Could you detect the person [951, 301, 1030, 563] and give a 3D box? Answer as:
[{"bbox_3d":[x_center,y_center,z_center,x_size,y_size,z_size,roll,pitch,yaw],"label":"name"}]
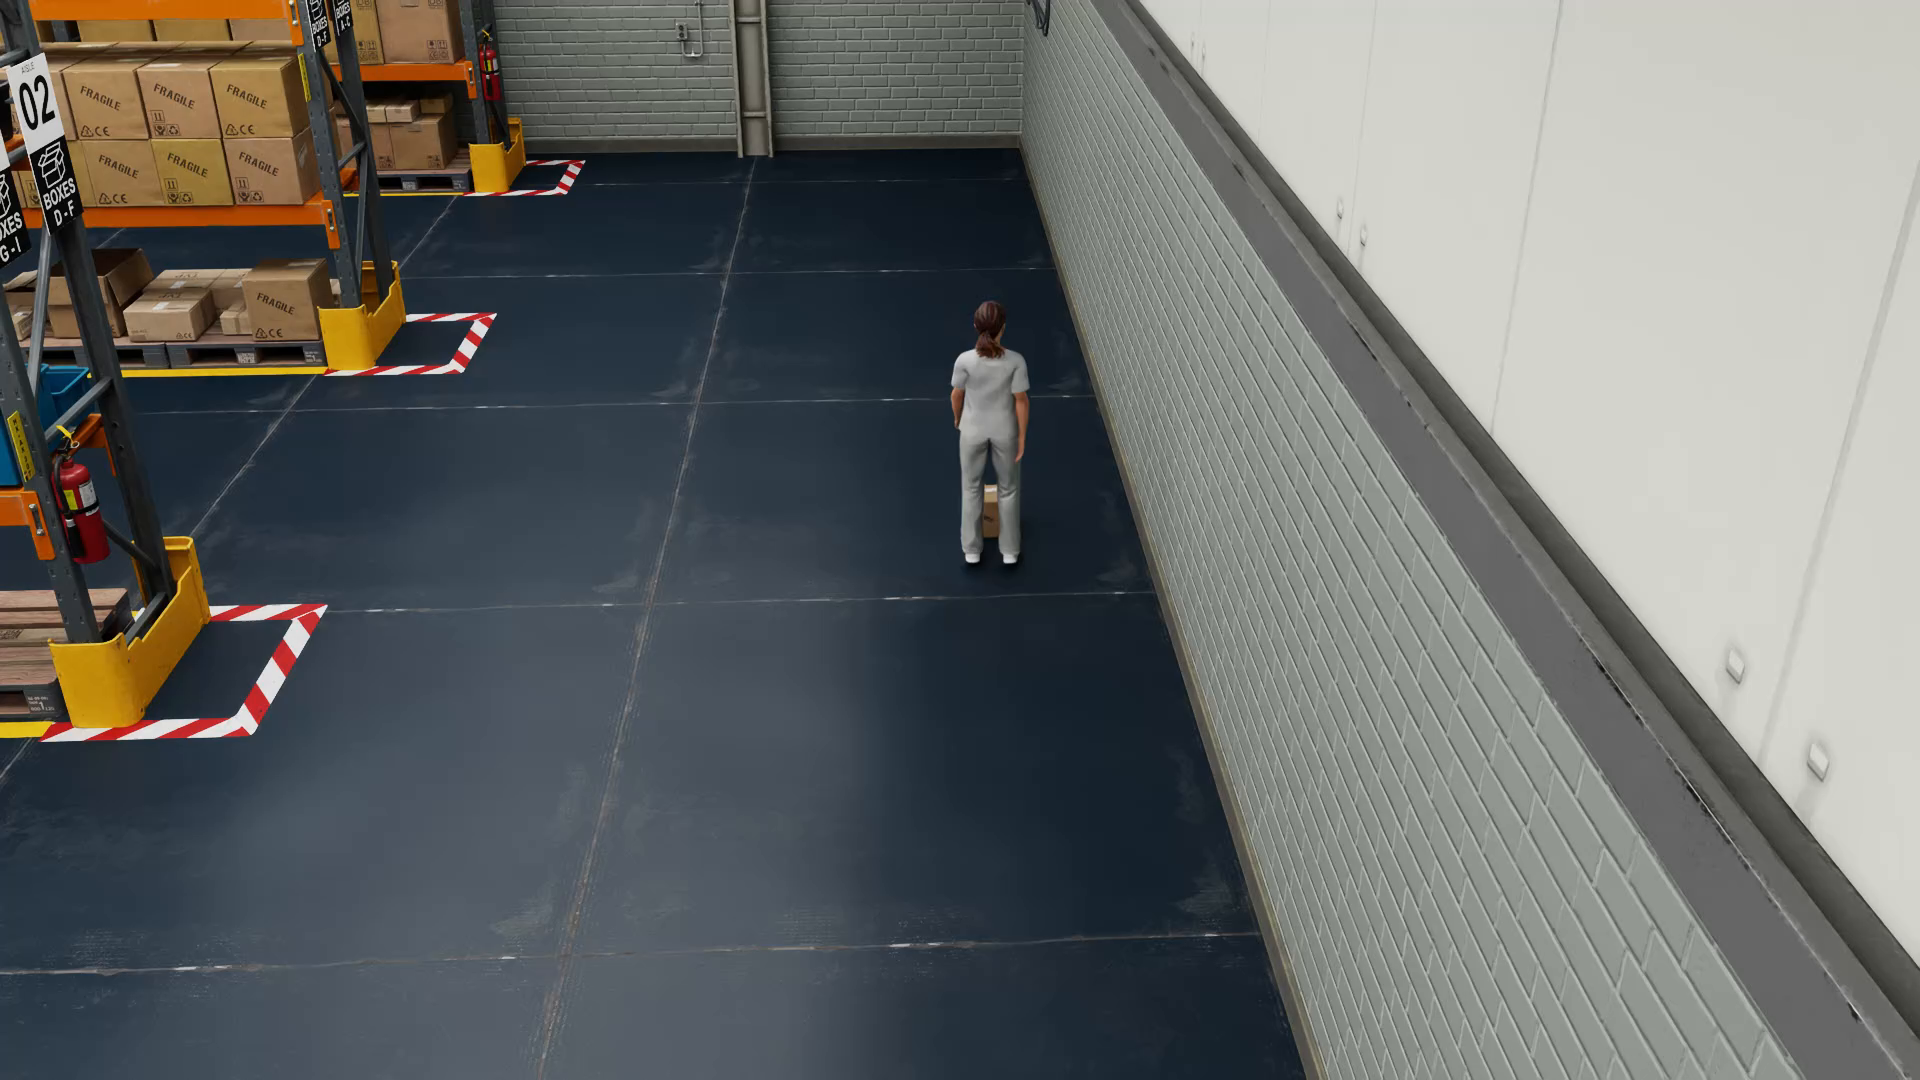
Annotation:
[{"bbox_3d":[0.174,-0.614,9.769,0.455,1.692,0.478,0,28,1],"label":"person"}]
